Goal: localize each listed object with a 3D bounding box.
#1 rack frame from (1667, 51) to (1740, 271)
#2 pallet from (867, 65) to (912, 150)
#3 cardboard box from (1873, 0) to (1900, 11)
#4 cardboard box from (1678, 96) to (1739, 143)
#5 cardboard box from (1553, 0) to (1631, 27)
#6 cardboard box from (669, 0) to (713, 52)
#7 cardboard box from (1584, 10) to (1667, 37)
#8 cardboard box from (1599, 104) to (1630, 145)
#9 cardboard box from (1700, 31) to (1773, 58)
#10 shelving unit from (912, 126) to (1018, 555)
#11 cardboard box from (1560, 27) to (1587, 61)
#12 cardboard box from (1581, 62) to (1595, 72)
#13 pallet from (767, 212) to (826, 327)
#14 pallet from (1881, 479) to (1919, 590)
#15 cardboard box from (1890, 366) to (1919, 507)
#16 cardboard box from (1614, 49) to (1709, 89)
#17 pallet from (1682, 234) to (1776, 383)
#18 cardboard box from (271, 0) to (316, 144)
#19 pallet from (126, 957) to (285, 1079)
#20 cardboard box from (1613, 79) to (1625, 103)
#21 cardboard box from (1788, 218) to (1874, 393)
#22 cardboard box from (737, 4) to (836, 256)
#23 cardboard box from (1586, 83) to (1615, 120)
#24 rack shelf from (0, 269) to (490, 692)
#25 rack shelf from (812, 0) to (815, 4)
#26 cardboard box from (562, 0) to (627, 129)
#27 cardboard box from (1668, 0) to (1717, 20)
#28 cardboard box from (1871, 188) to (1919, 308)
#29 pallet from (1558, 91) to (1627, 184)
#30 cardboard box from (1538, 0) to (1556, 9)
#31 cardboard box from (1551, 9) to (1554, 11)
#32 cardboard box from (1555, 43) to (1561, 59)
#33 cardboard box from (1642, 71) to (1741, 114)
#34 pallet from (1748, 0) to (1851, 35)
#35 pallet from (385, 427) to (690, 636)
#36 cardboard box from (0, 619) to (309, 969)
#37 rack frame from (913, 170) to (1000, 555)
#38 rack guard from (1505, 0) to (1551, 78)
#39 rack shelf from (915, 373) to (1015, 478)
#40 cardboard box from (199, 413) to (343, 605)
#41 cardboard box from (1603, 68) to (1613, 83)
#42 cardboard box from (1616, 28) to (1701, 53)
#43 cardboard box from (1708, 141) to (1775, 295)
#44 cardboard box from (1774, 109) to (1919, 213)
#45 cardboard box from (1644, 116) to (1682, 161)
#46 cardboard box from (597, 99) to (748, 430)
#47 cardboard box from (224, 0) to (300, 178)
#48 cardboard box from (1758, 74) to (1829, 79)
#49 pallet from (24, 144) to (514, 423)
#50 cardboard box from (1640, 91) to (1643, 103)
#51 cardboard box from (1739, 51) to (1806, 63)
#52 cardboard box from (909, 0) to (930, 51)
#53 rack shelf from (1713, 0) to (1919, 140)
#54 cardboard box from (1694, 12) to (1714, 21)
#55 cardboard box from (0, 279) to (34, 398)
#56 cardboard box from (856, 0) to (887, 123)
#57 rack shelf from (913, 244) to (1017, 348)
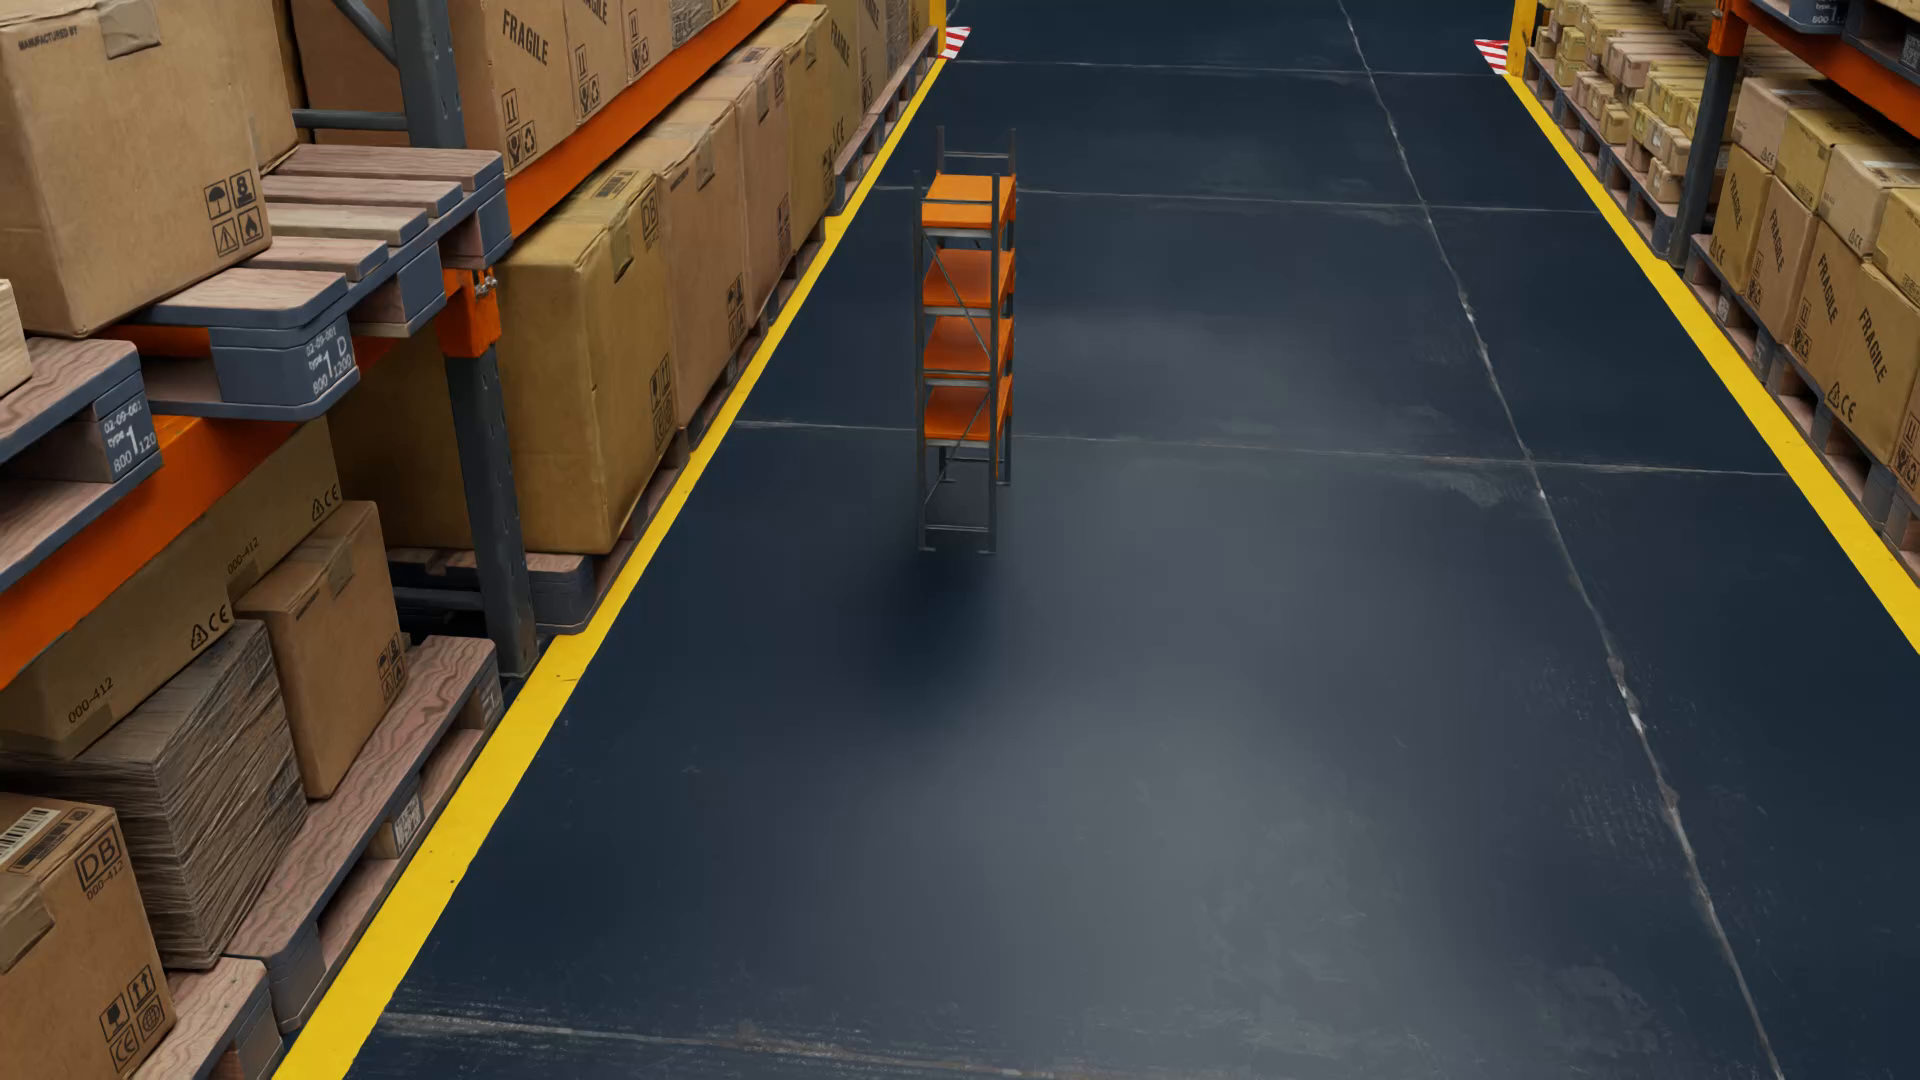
[{"bbox_3d":[3.726,-2.539,6.800,1.000,3.000,0.127,3,28,6],"label":"rack frame"},{"bbox_3d":[-0.866,-2.576,9.810,1.003,0.211,1.213,3,28,6],"label":"pallet"},{"bbox_3d":[3.033,-1.721,5.104,0.380,0.149,0.250,2,28,4],"label":"cardboard box"},{"bbox_3d":[3.511,-1.913,7.574,0.380,0.149,0.250,4,29,8],"label":"cardboard box"},{"bbox_3d":[3.742,-3.139,9.849,0.380,0.149,0.250,3,28,6],"label":"cardboard box"},{"bbox_3d":[-1.161,-1.968,5.635,0.500,0.500,0.500,3,29,6],"label":"cardboard box"},{"bbox_3d":[3.751,-2.887,9.382,0.380,0.149,0.250,4,29,8],"label":"cardboard box"},{"bbox_3d":[3.563,-2.160,8.660,0.380,0.149,0.250,3,28,6],"label":"cardboard box"},{"bbox_3d":[4.191,-2.615,8.877,0.380,0.149,0.250,3,29,6],"label":"cardboard box"},{"bbox_3d":[0.020,-0.606,5.110,0.258,1.200,0.503,3,28,6],"label":"shelving unit"},{"bbox_3d":[3.726,-2.890,9.702,0.380,0.149,0.250,4,29,8],"label":"cardboard box"},{"bbox_3d":[3.783,-2.639,9.548,0.380,0.149,0.250,3,29,6],"label":"cardboard box"},{"bbox_3d":[-1.204,-1.279,7.402,1.003,0.211,1.213,3,28,6],"label":"pallet"},{"bbox_3d":[3.333,0.204,4.649,1.003,0.211,1.213,3,28,6],"label":"pallet"},{"bbox_3d":[3.124,-0.310,4.855,0.500,0.500,0.500,4,29,8],"label":"cardboard box"},{"bbox_3d":[3.577,-2.404,8.485,0.380,0.149,0.250,2,28,4],"label":"cardboard box"},{"bbox_3d":[3.632,-0.945,6.781,1.003,0.211,1.213,3,28,6],"label":"pallet"},{"bbox_3d":[-1.860,-1.282,4.362,0.500,0.500,0.500,4,29,8],"label":"cardboard box"},{"bbox_3d":[-1.924,1.176,2.844,1.003,0.211,1.213,3,28,6],"label":"pallet"},{"bbox_3d":[3.678,-2.380,8.754,0.380,0.149,0.250,2,28,4],"label":"cardboard box"},{"bbox_3d":[3.258,-0.794,5.754,0.500,0.500,0.500,4,29,7],"label":"cardboard box"},{"bbox_3d":[-1.243,-1.822,7.266,1.225,0.875,0.875,3,29,6],"label":"cardboard box"},{"bbox_3d":[3.658,-2.395,9.095,0.380,0.149,0.250,3,28,6],"label":"cardboard box"},{"bbox_3d":[-1.919,0.266,2.351,1.077,0.370,4.000,3,28,6],"label":"rack shelf"},{"bbox_3d":[-0.939,-3.499,9.341,1.077,0.370,4.000,3,28,6],"label":"rack shelf"},{"bbox_3d":[-1.284,-1.492,4.751,0.500,0.500,0.500,3,28,5],"label":"cardboard box"},{"bbox_3d":[4.409,-3.105,9.787,0.380,0.149,0.250,3,28,5],"label":"cardboard box"},{"bbox_3d":[3.188,-0.884,5.131,0.500,0.250,0.500,4,29,7],"label":"cardboard box"},{"bbox_3d":[3.920,-2.205,9.121,1.003,0.211,1.213,3,28,6],"label":"pallet"},{"bbox_3d":[3.815,-3.386,10.309,0.380,0.149,0.250,2,28,4],"label":"cardboard box"},{"bbox_3d":[3.897,-3.251,10.371,0.380,0.149,0.250,5,29,8],"label":"cardboard box"},{"bbox_3d":[3.883,-2.995,10.211,0.380,0.149,0.250,3,28,6],"label":"cardboard box"},{"bbox_3d":[3.527,-2.153,8.020,0.380,0.149,0.250,3,28,6],"label":"cardboard box"},{"bbox_3d":[3.488,-2.103,6.193,1.003,0.211,1.213,3,28,6],"label":"pallet"},{"bbox_3d":[-1.503,-0.131,5.270,1.003,0.211,1.213,3,28,6],"label":"pallet"},{"bbox_3d":[-1.792,0.493,3.343,0.700,0.500,0.500,1,28,2],"label":"cardboard box"},{"bbox_3d":[-0.010,-0.491,4.897,0.240,1.200,0.015,3,28,6],"label":"rack frame"},{"bbox_3d":[4.207,-3.285,10.821,1.175,0.500,0.348,3,28,6],"label":"rack guard"},{"bbox_3d":[0.020,-0.372,5.236,0.258,0.148,0.480,3,28,6],"label":"rack shelf"},{"bbox_3d":[-1.727,-0.098,3.650,0.500,0.250,0.500,4,29,8],"label":"cardboard box"},{"bbox_3d":[3.796,-2.630,9.218,0.380,0.149,0.250,5,29,9],"label":"cardboard box"},{"bbox_3d":[3.737,-2.642,8.927,0.380,0.149,0.250,3,29,6],"label":"cardboard box"},{"bbox_3d":[3.372,-1.291,6.676,0.500,0.500,0.500,4,29,8],"label":"cardboard box"},{"bbox_3d":[3.310,-1.370,6.033,0.500,0.250,0.500,4,29,8],"label":"cardboard box"},{"bbox_3d":[3.470,-1.894,7.853,0.380,0.149,0.250,2,28,4],"label":"cardboard box"},{"bbox_3d":[-1.452,-0.984,5.711,1.225,0.875,0.875,3,29,6],"label":"cardboard box"},{"bbox_3d":[-1.701,-0.964,3.329,0.500,0.500,0.500,0,28,0],"label":"cardboard box"},{"bbox_3d":[4.048,-2.129,7.975,0.380,0.149,0.250,3,28,5],"label":"cardboard box"},{"bbox_3d":[-1.656,-0.566,3.340,1.213,0.211,1.003,3,28,6],"label":"pallet"},{"bbox_3d":[3.613,-2.134,8.298,0.380,0.149,0.250,4,29,7],"label":"cardboard box"},{"bbox_3d":[4.170,-2.368,8.418,0.380,0.149,0.250,4,29,7],"label":"cardboard box"},{"bbox_3d":[-0.693,-3.701,10.755,0.875,0.875,0.875,3,28,6],"label":"cardboard box"},{"bbox_3d":[3.481,-1.281,5.223,1.077,0.370,4.000,3,28,6],"label":"rack shelf"},{"bbox_3d":[4.337,-2.857,9.327,0.380,0.149,0.250,4,29,8],"label":"cardboard box"},{"bbox_3d":[-1.611,-0.317,2.374,0.396,0.266,0.258,3,28,5],"label":"cardboard box"},{"bbox_3d":[-0.914,-2.854,9.182,0.875,0.875,0.875,3,28,6],"label":"cardboard box"},{"bbox_3d":[0.020,-0.744,5.036,0.258,0.148,0.480,3,28,6],"label":"rack shelf"}]
